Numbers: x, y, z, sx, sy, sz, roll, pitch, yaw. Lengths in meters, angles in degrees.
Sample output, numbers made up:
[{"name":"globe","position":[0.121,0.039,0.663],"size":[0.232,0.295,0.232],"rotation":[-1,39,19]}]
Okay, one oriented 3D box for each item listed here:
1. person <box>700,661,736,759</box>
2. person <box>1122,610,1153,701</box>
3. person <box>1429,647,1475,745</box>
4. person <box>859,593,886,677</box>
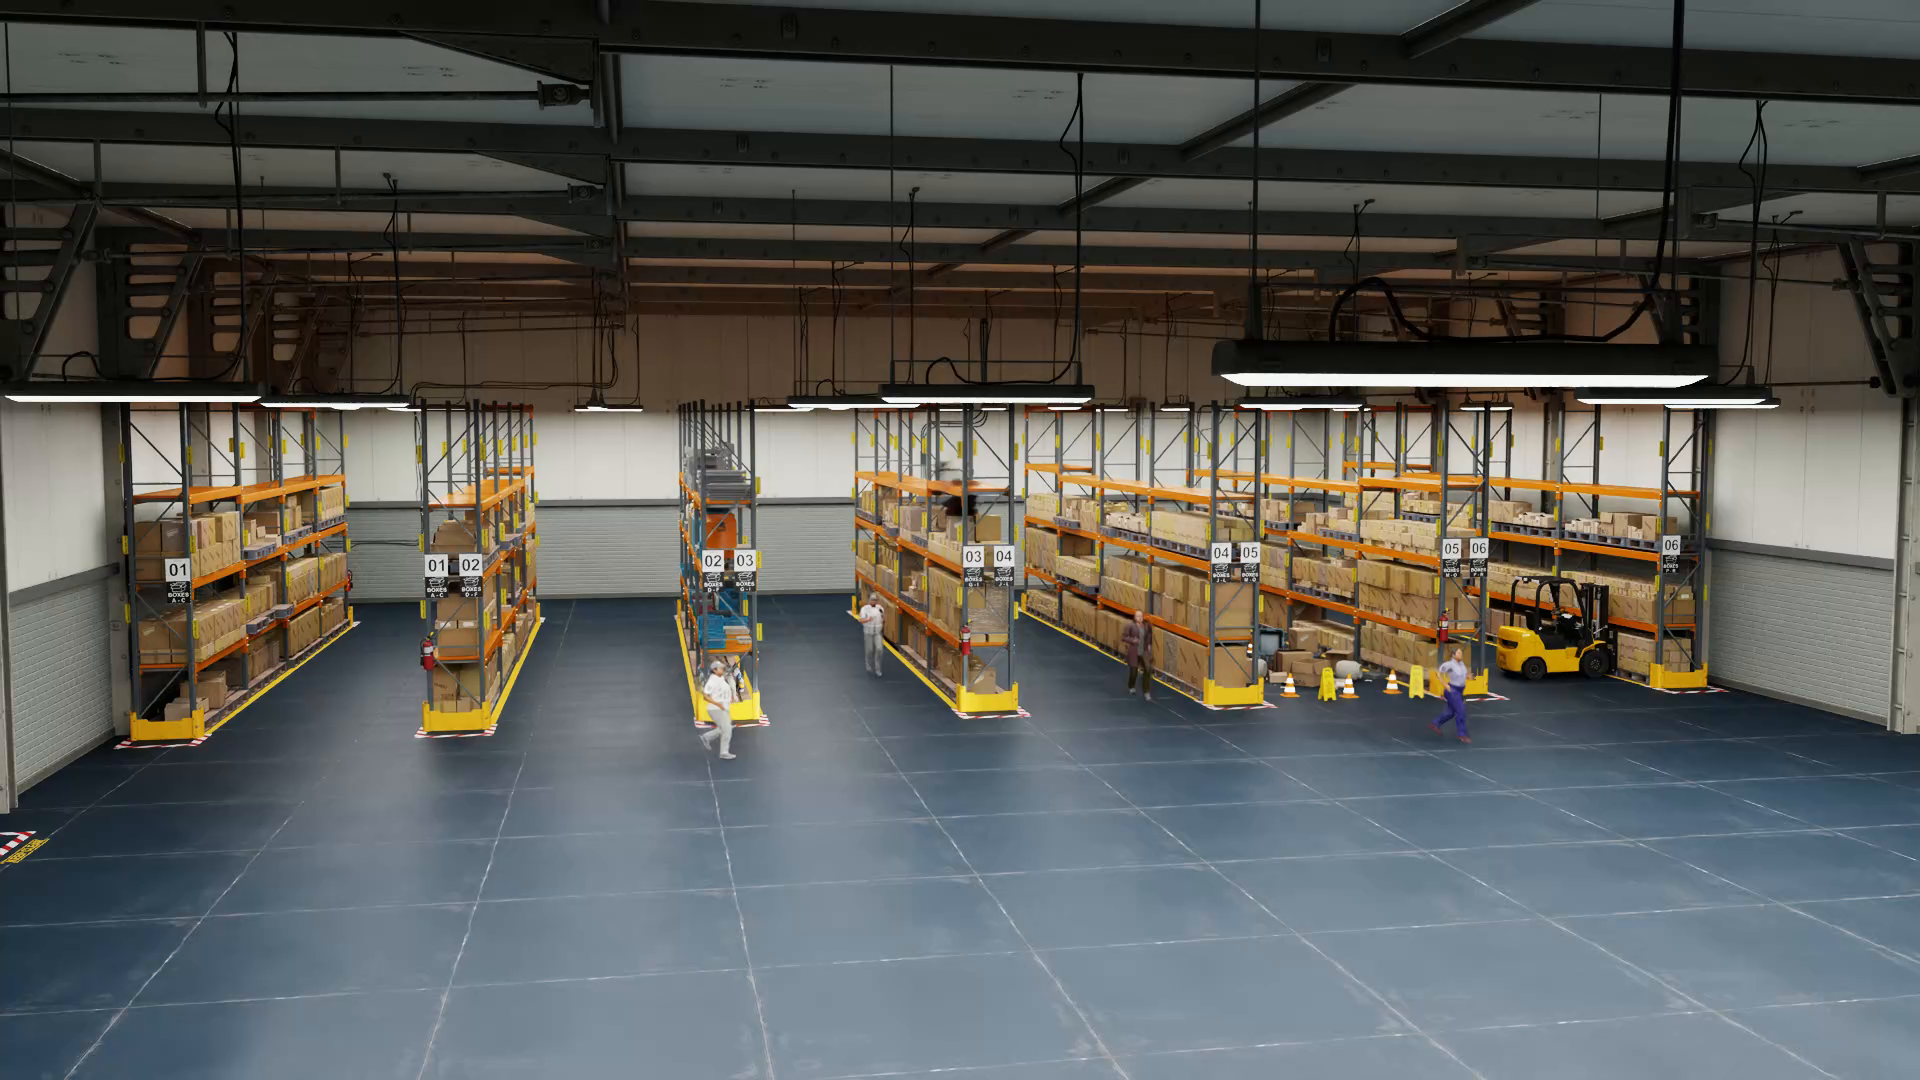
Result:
[{"name":"person","position":[-4.055,2.822,27.709],"size":[0.688,1.621,0.613],"rotation":[1,4,14]},{"name":"person","position":[3.589,2.320,33.590],"size":[0.724,1.824,0.898],"rotation":[-1,4,-11]},{"name":"person","position":[8.666,2.705,29.174],"size":[0.851,1.679,0.588],"rotation":[4,6,40]},{"name":"person","position":[-1.913,2.071,36.634],"size":[0.645,1.841,0.768],"rotation":[-1,4,-12]}]
